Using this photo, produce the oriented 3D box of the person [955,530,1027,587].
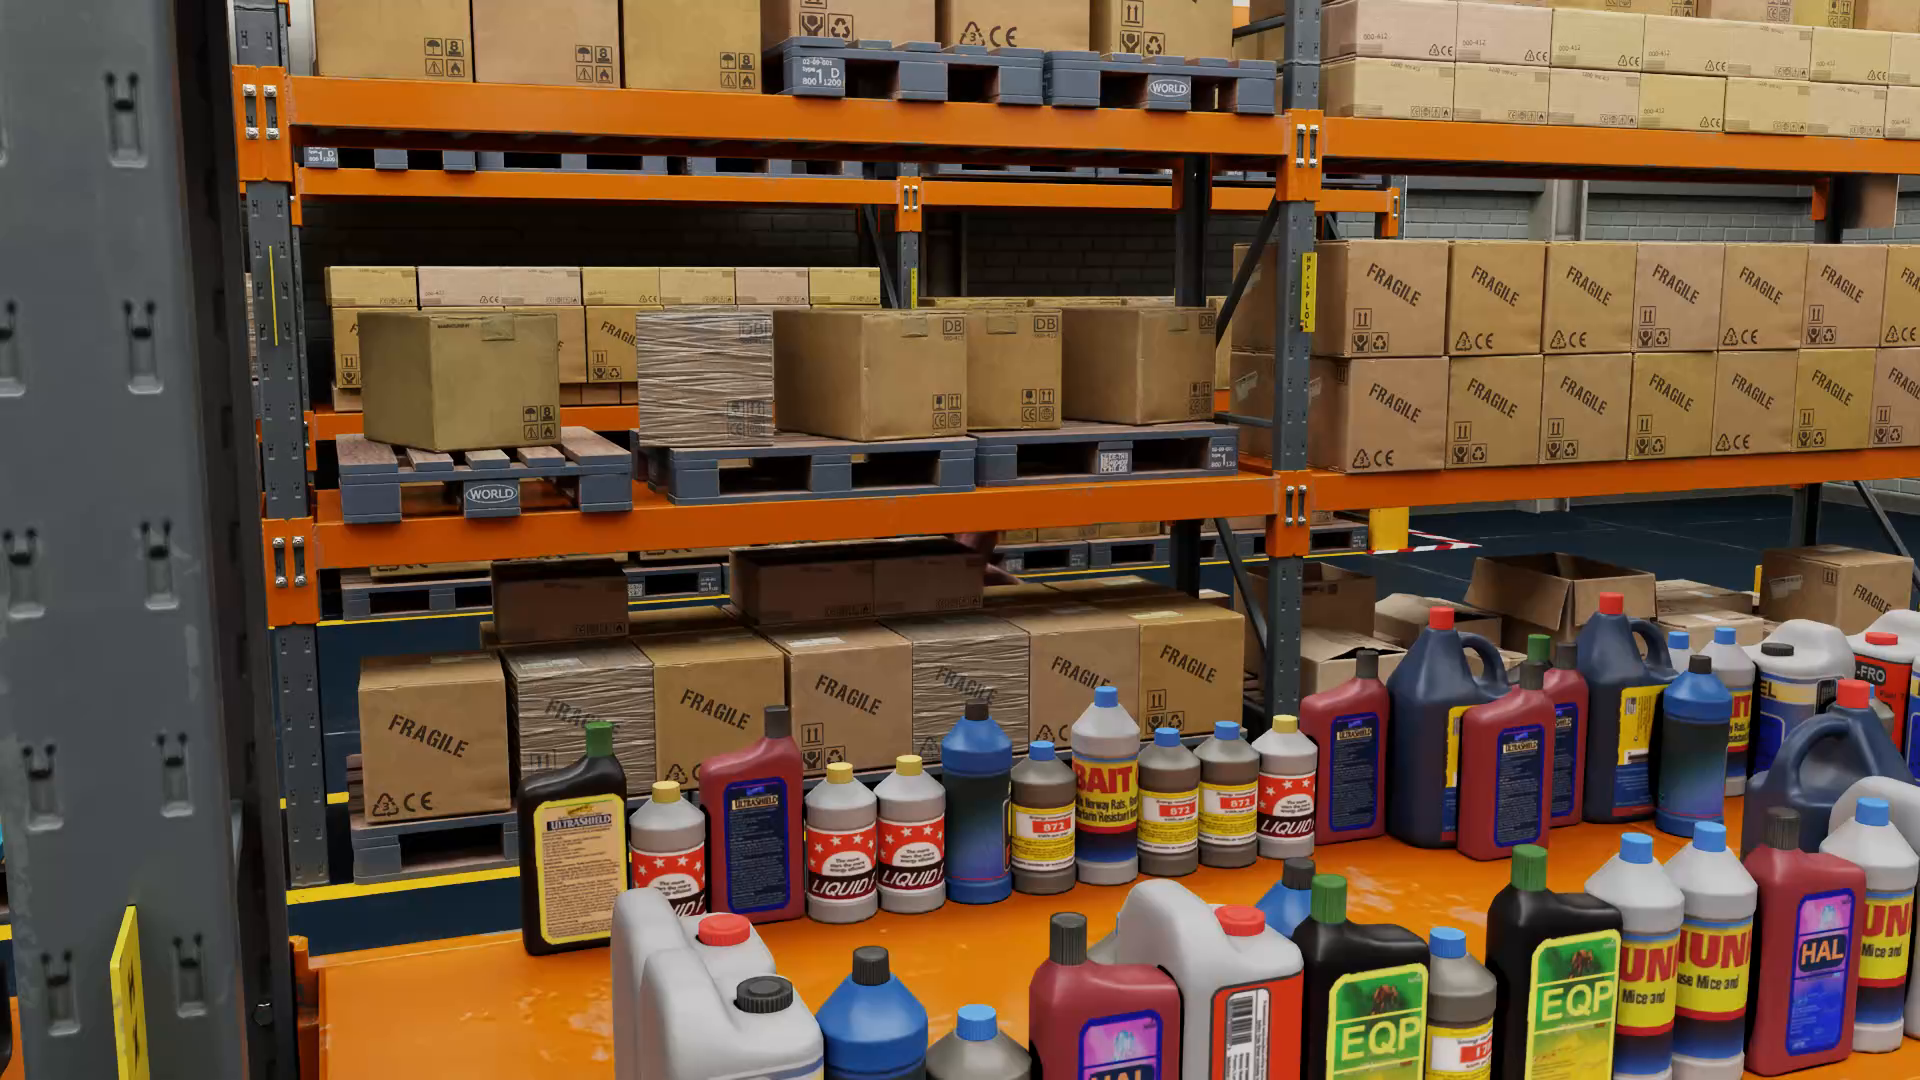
[{"bbox_3d":[0.177,-0.168,9.353,0.769,1.649,0.457,-5,10,-27],"label":"person"}]
